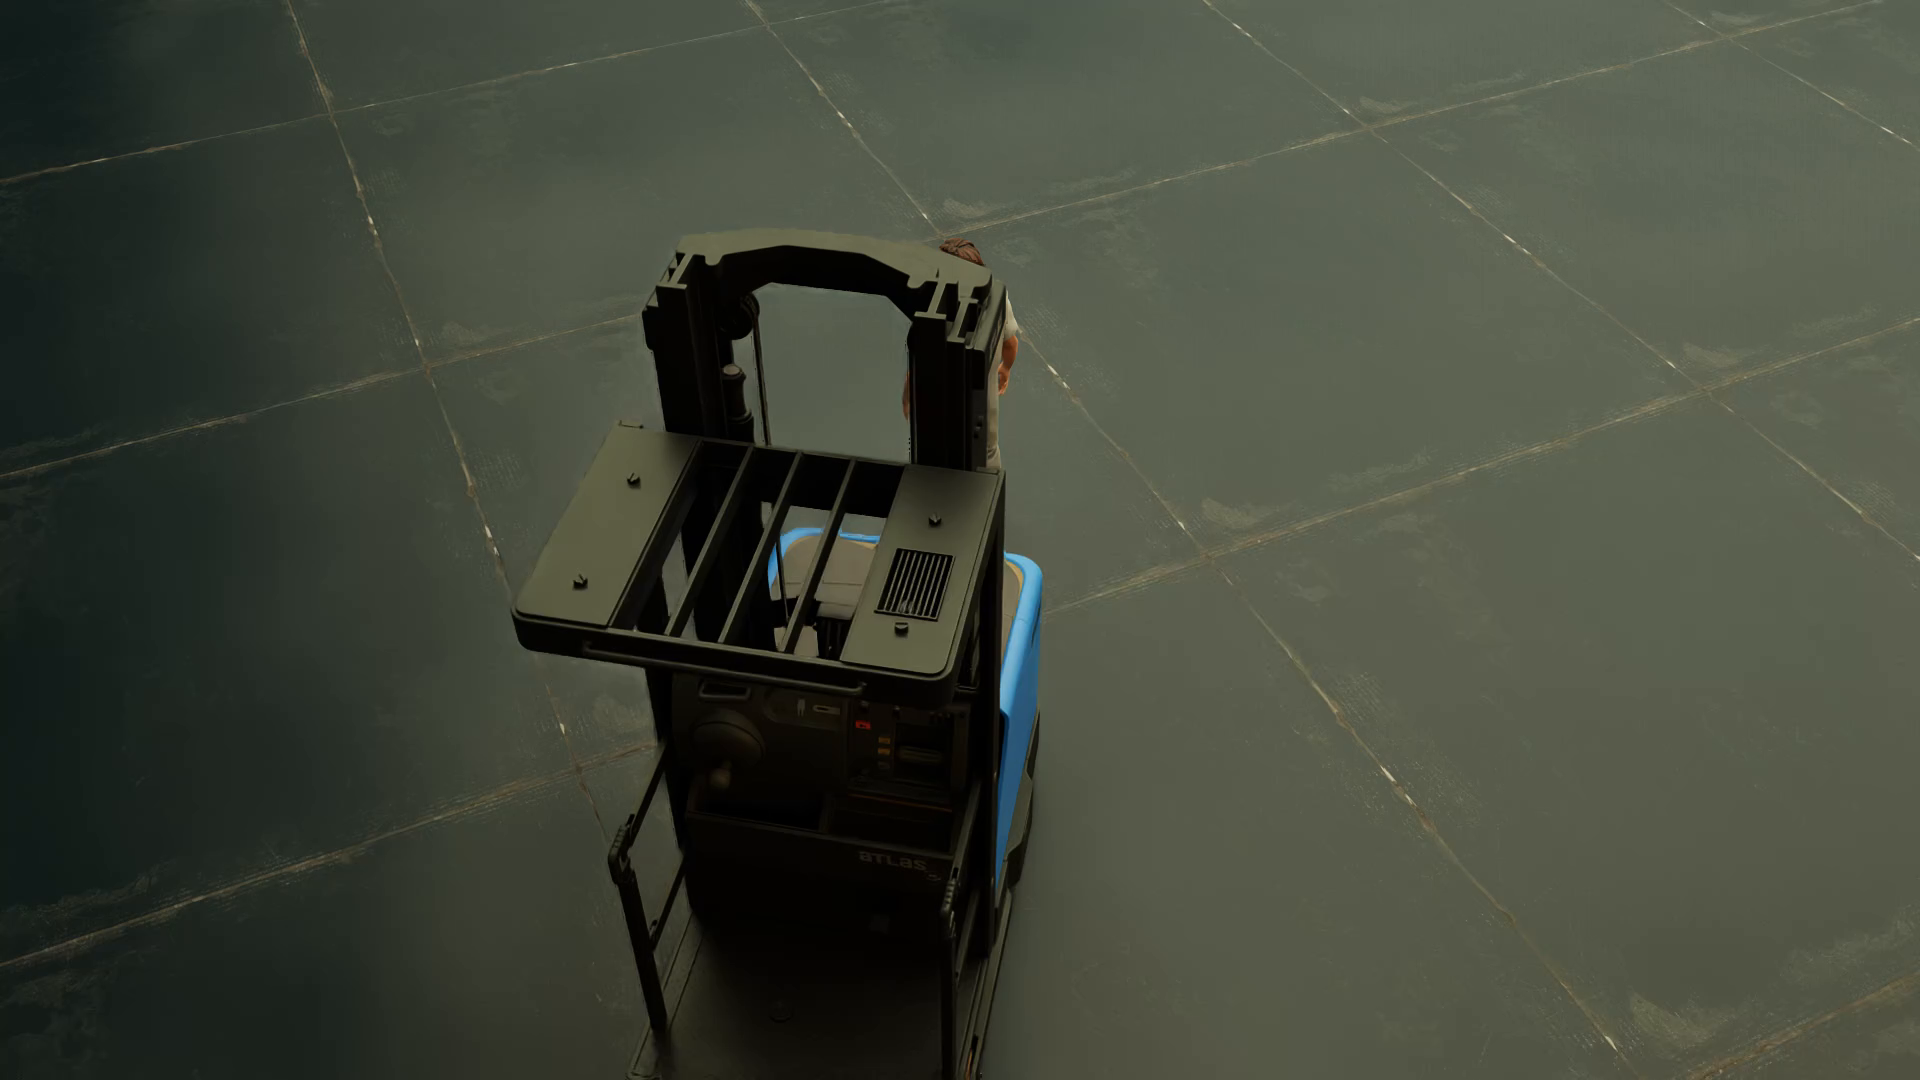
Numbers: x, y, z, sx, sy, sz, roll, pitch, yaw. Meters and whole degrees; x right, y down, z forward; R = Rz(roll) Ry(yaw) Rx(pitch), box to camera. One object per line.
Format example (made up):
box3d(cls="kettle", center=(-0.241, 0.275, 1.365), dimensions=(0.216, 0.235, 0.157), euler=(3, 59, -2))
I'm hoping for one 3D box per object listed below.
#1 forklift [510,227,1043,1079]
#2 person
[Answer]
box3d(cls="forklift", center=(-0.470, 0.699, 4.931), dimensions=(1.130, 2.935, 3.031), euler=(8, 44, 8))
box3d(cls="person", center=(-0.019, -0.667, 7.304), dimensions=(0.550, 1.675, 0.549), euler=(-18, 46, -18))
